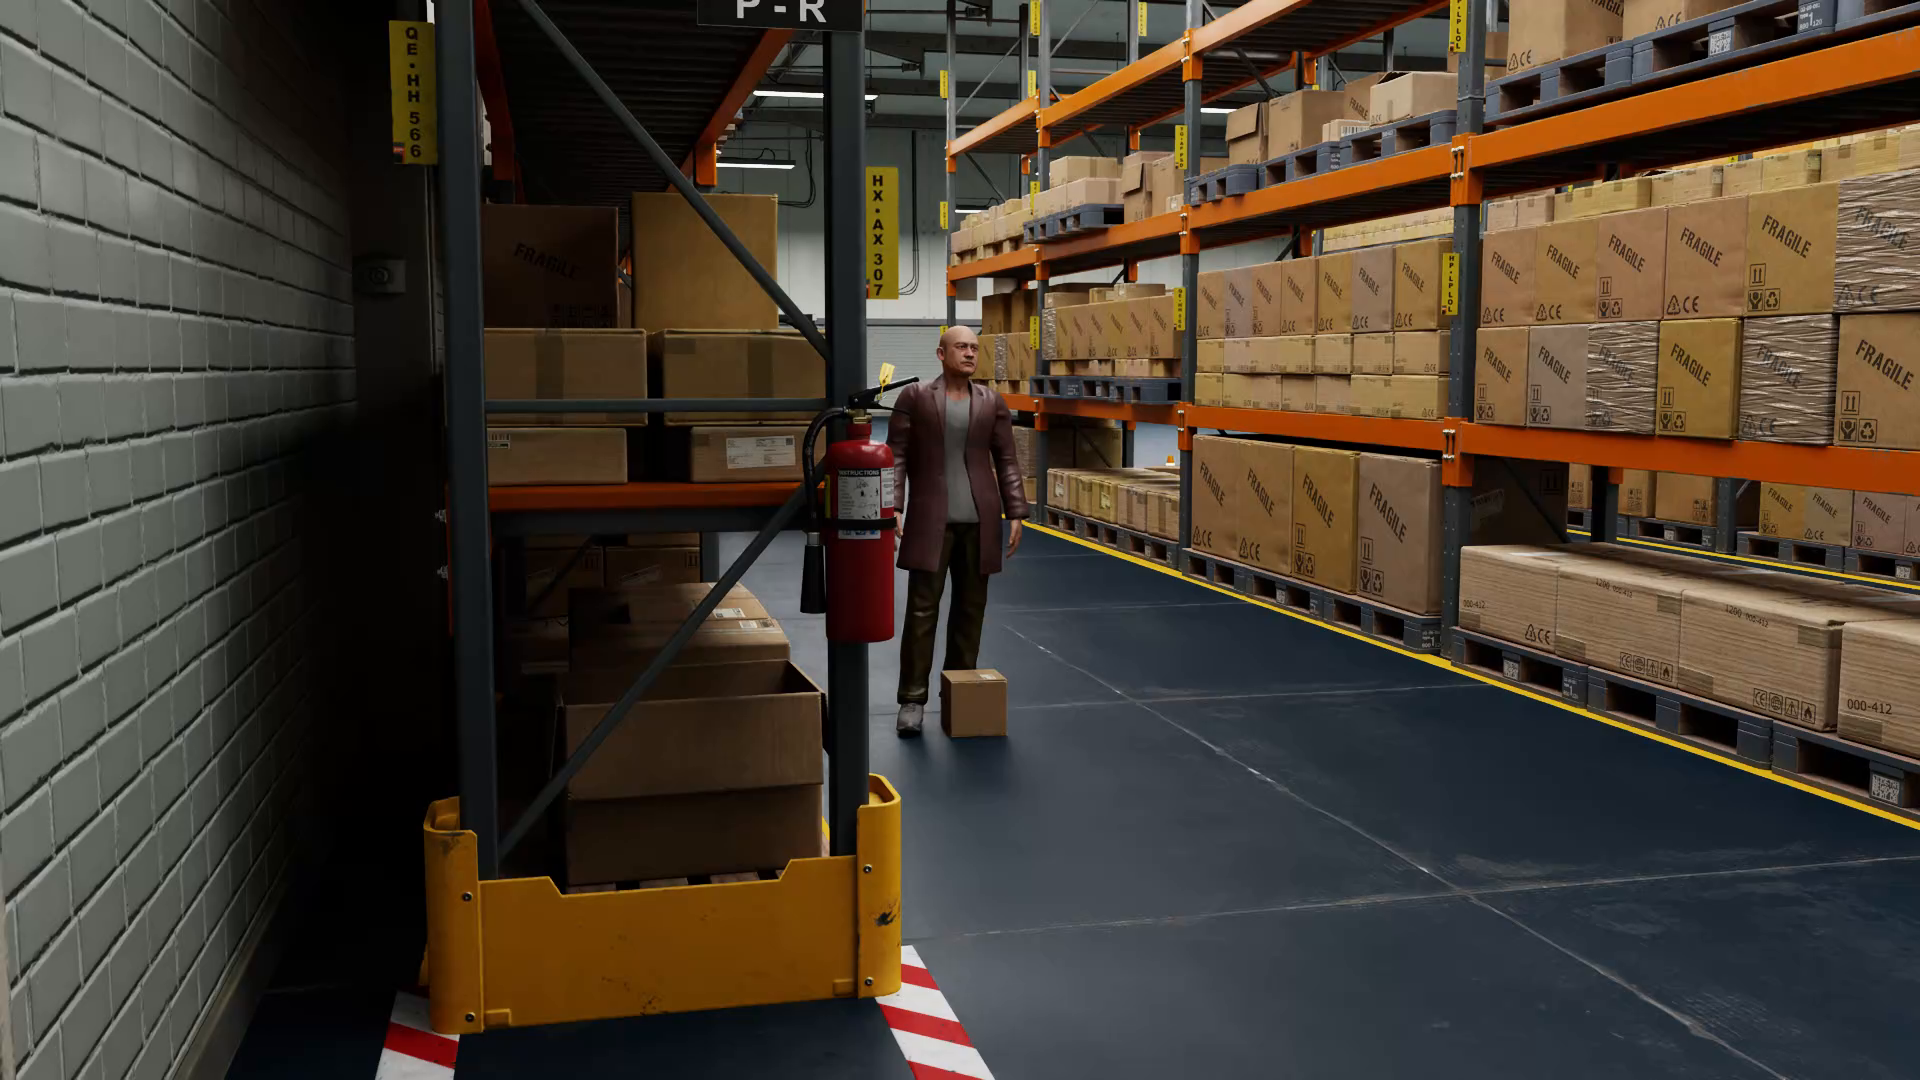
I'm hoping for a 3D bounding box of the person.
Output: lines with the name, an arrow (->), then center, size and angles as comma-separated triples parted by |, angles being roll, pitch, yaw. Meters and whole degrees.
person -> -0.007, -0.067, 7.438 | 0.698, 1.777, 0.580 | -1, 6, -13
